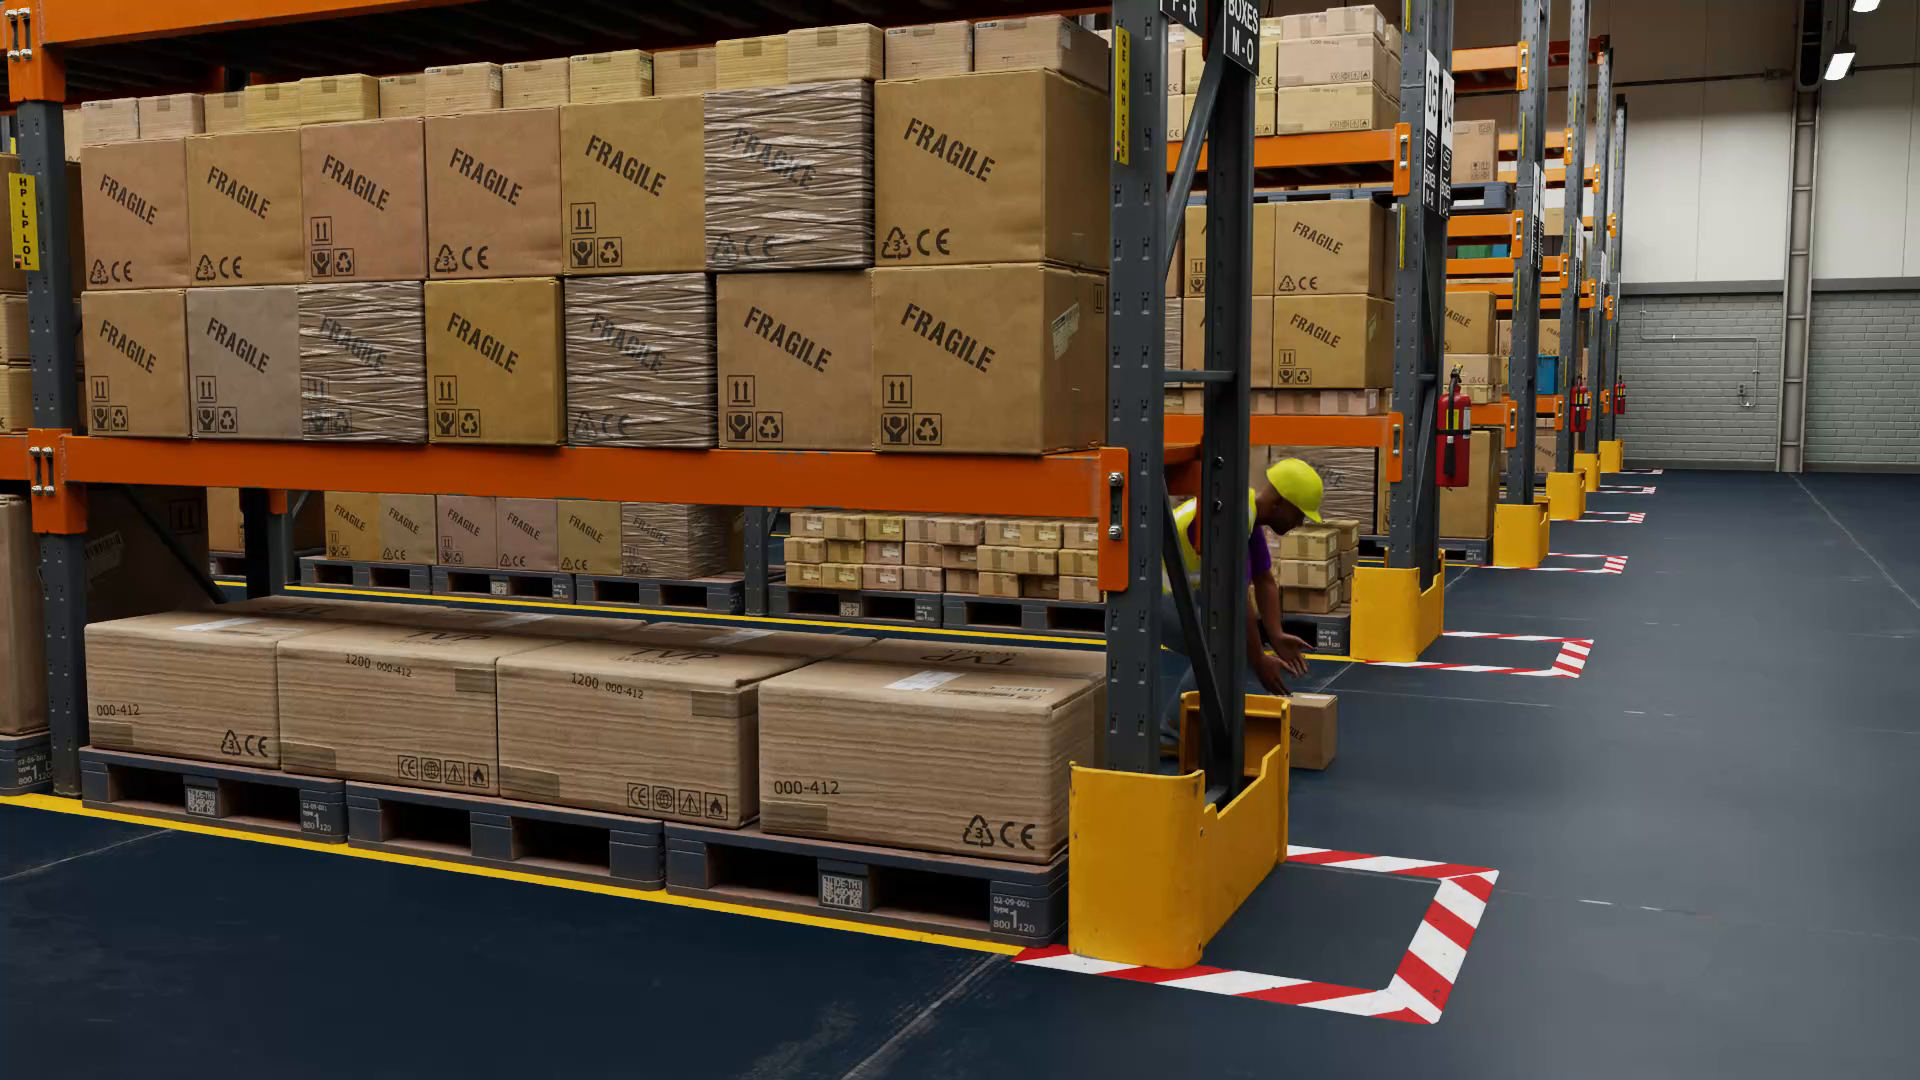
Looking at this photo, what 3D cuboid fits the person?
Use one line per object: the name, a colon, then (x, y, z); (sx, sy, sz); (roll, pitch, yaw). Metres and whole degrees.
person: (1.019, 0.263, 6.676); (0.847, 1.196, 0.619); (2, 6, 23)
